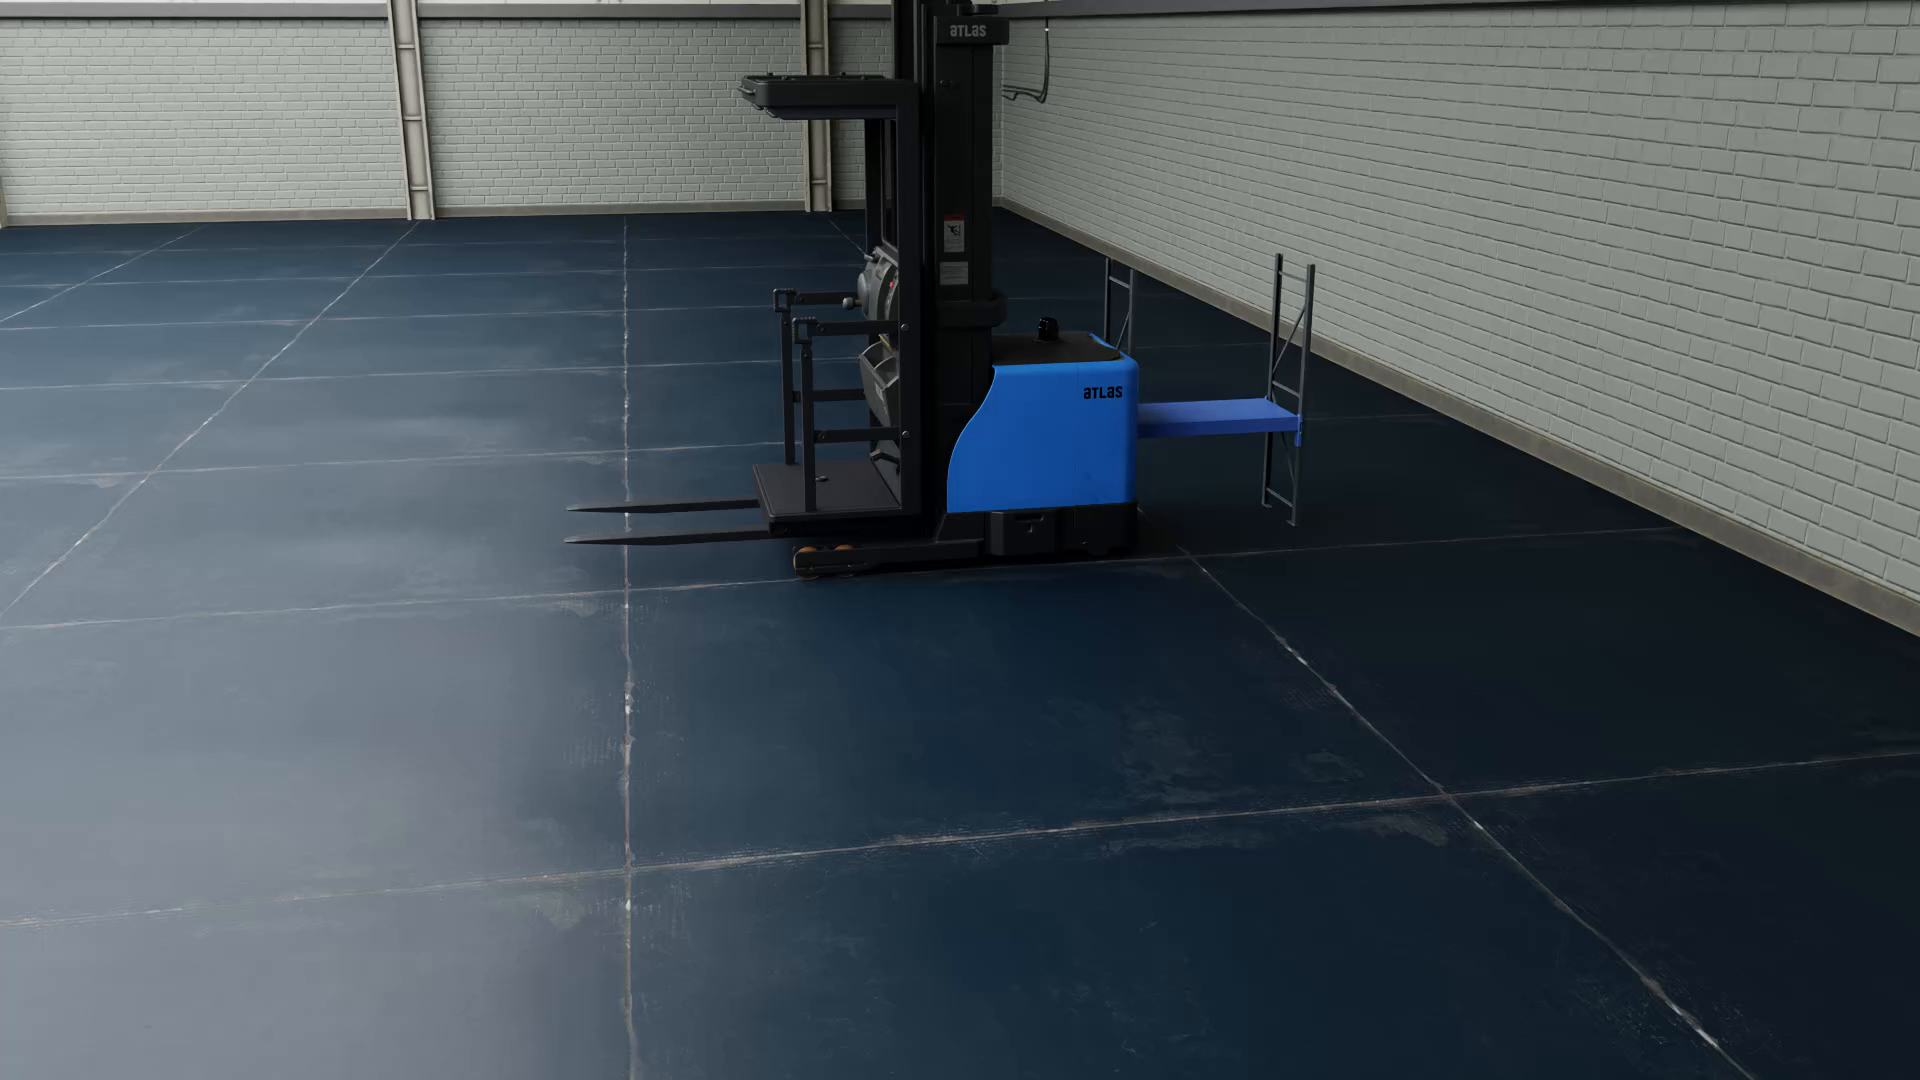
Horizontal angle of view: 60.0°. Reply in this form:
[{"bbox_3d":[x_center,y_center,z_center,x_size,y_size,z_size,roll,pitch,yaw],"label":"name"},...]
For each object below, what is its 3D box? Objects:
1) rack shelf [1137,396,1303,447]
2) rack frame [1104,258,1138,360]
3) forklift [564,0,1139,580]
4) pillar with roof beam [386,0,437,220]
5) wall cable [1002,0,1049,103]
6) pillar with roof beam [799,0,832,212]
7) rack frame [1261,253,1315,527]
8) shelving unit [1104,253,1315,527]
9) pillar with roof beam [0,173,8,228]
[{"bbox_3d":[1.387,-0.661,9.523,1.000,0.185,0.538,-4,17,-11],"label":"rack shelf"},{"bbox_3d":[0.889,-0.802,9.370,0.032,1.500,0.500,-4,17,-11],"label":"rack frame"},{"bbox_3d":[-0.611,-1.364,8.761,3.031,2.935,1.130,-3,17,-11],"label":"forklift"},{"bbox_3d":[-7.304,-7.918,19.765,0.400,9.000,9.100,-3,17,-10],"label":"pillar with roof beam"},{"bbox_3d":[0.913,-7.792,24.642,0.112,2.526,3.097,-3,17,-10],"label":"wall cable"},{"bbox_3d":[-1.413,-8.252,20.853,0.400,9.000,9.100,-3,17,-10],"label":"pillar with roof beam"},{"bbox_3d":[1.884,-0.864,9.571,0.032,1.500,0.500,-4,17,-11],"label":"rack frame"},{"bbox_3d":[1.387,-0.833,9.470,1.048,1.500,0.538,-4,17,-11],"label":"shelving unit"},{"bbox_3d":[-13.196,-7.584,18.677,0.400,9.000,9.100,-3,17,-10],"label":"pillar with roof beam"}]
